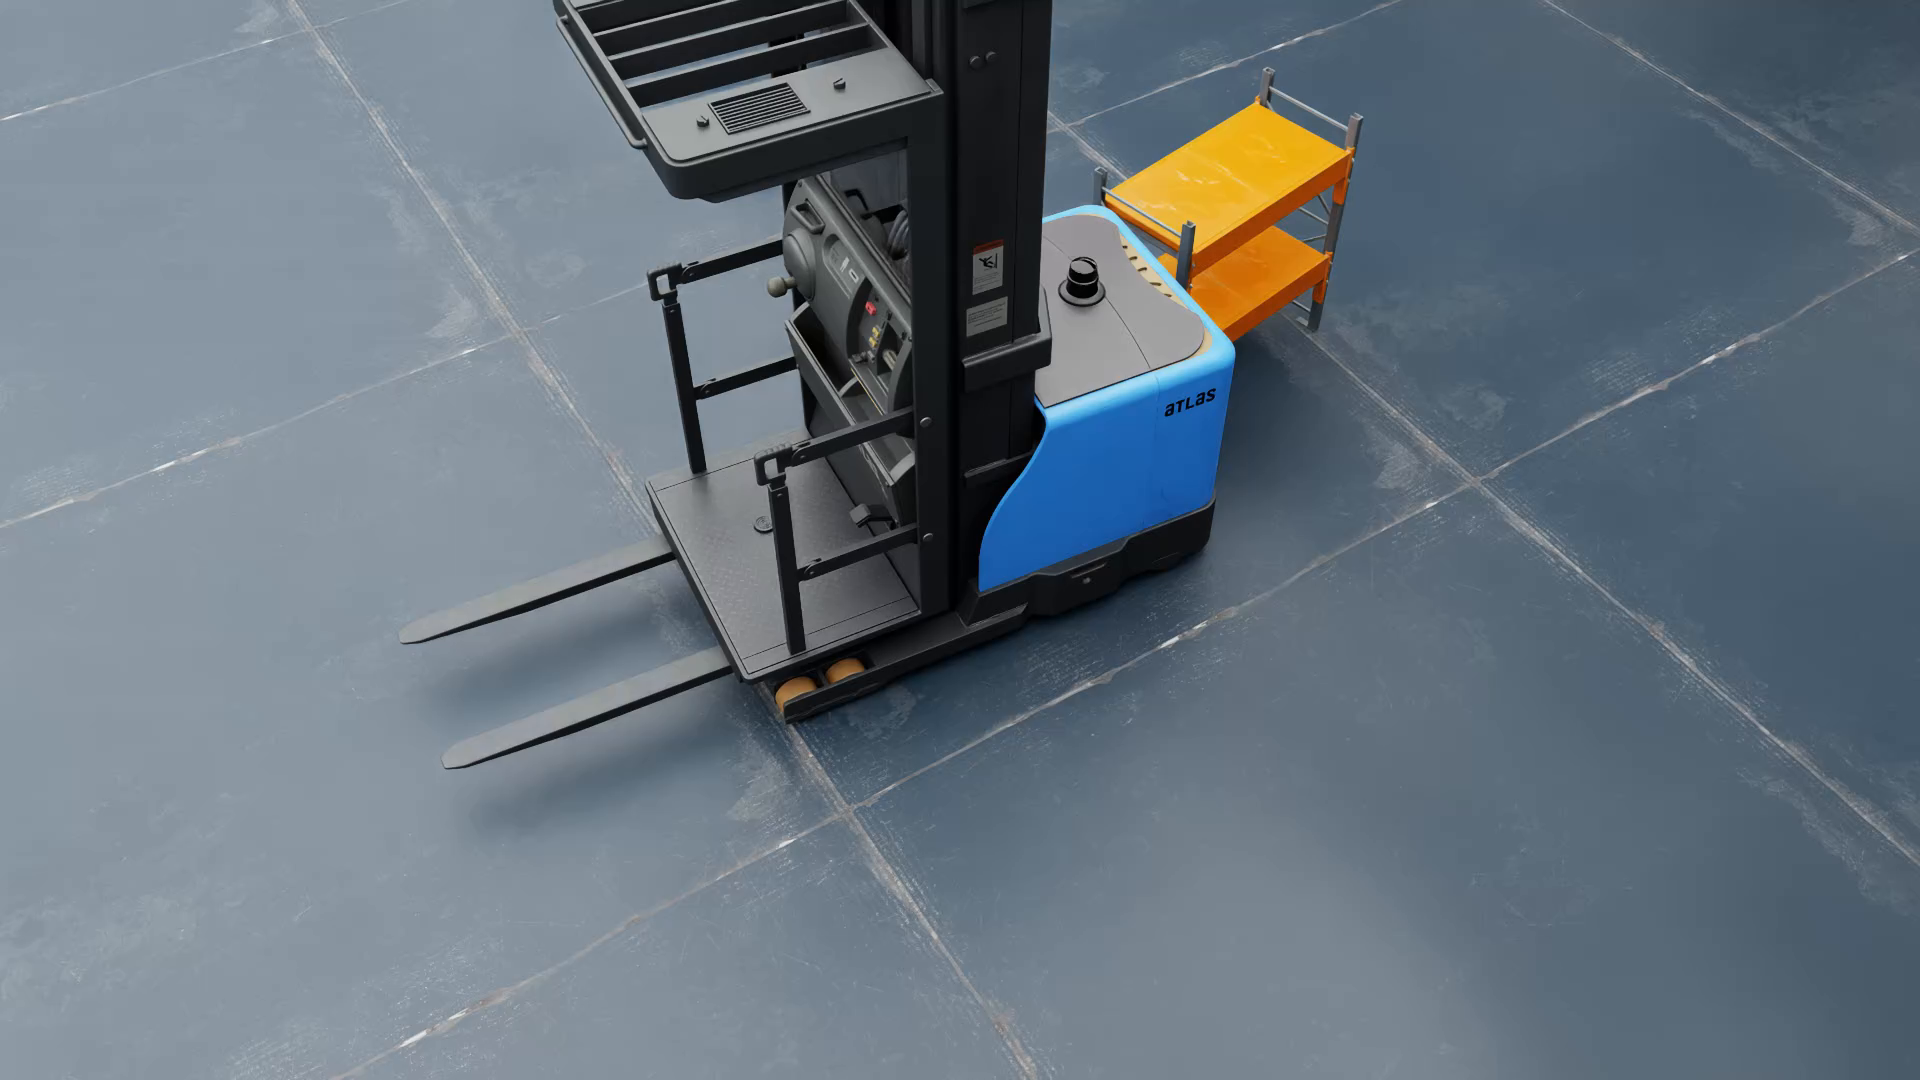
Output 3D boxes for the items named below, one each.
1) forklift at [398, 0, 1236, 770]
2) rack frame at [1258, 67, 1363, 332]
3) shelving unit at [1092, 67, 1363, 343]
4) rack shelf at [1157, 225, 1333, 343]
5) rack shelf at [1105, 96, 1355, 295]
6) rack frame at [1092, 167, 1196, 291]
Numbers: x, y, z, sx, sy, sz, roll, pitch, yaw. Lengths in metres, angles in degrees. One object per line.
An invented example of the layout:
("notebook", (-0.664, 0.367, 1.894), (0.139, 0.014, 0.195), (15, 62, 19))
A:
("forklift", (-0.559, -0.768, 5.416), (3.031, 2.935, 1.130), (-20, 51, -17))
("rack frame", (1.446, -1.460, 7.242), (0.032, 1.125, 0.500), (-35, 57, -27))
("shelving unit", (1.075, -1.200, 7.010), (1.048, 1.125, 0.538), (-35, 57, -27))
("rack shelf", (1.075, -1.037, 7.193), (1.000, 0.278, 0.538), (-35, 57, -27))
("rack shelf", (1.075, -1.394, 6.792), (1.000, 0.278, 0.538), (-35, 57, -27))
("rack frame", (0.705, -0.939, 6.779), (0.032, 1.125, 0.500), (-35, 57, -27))
